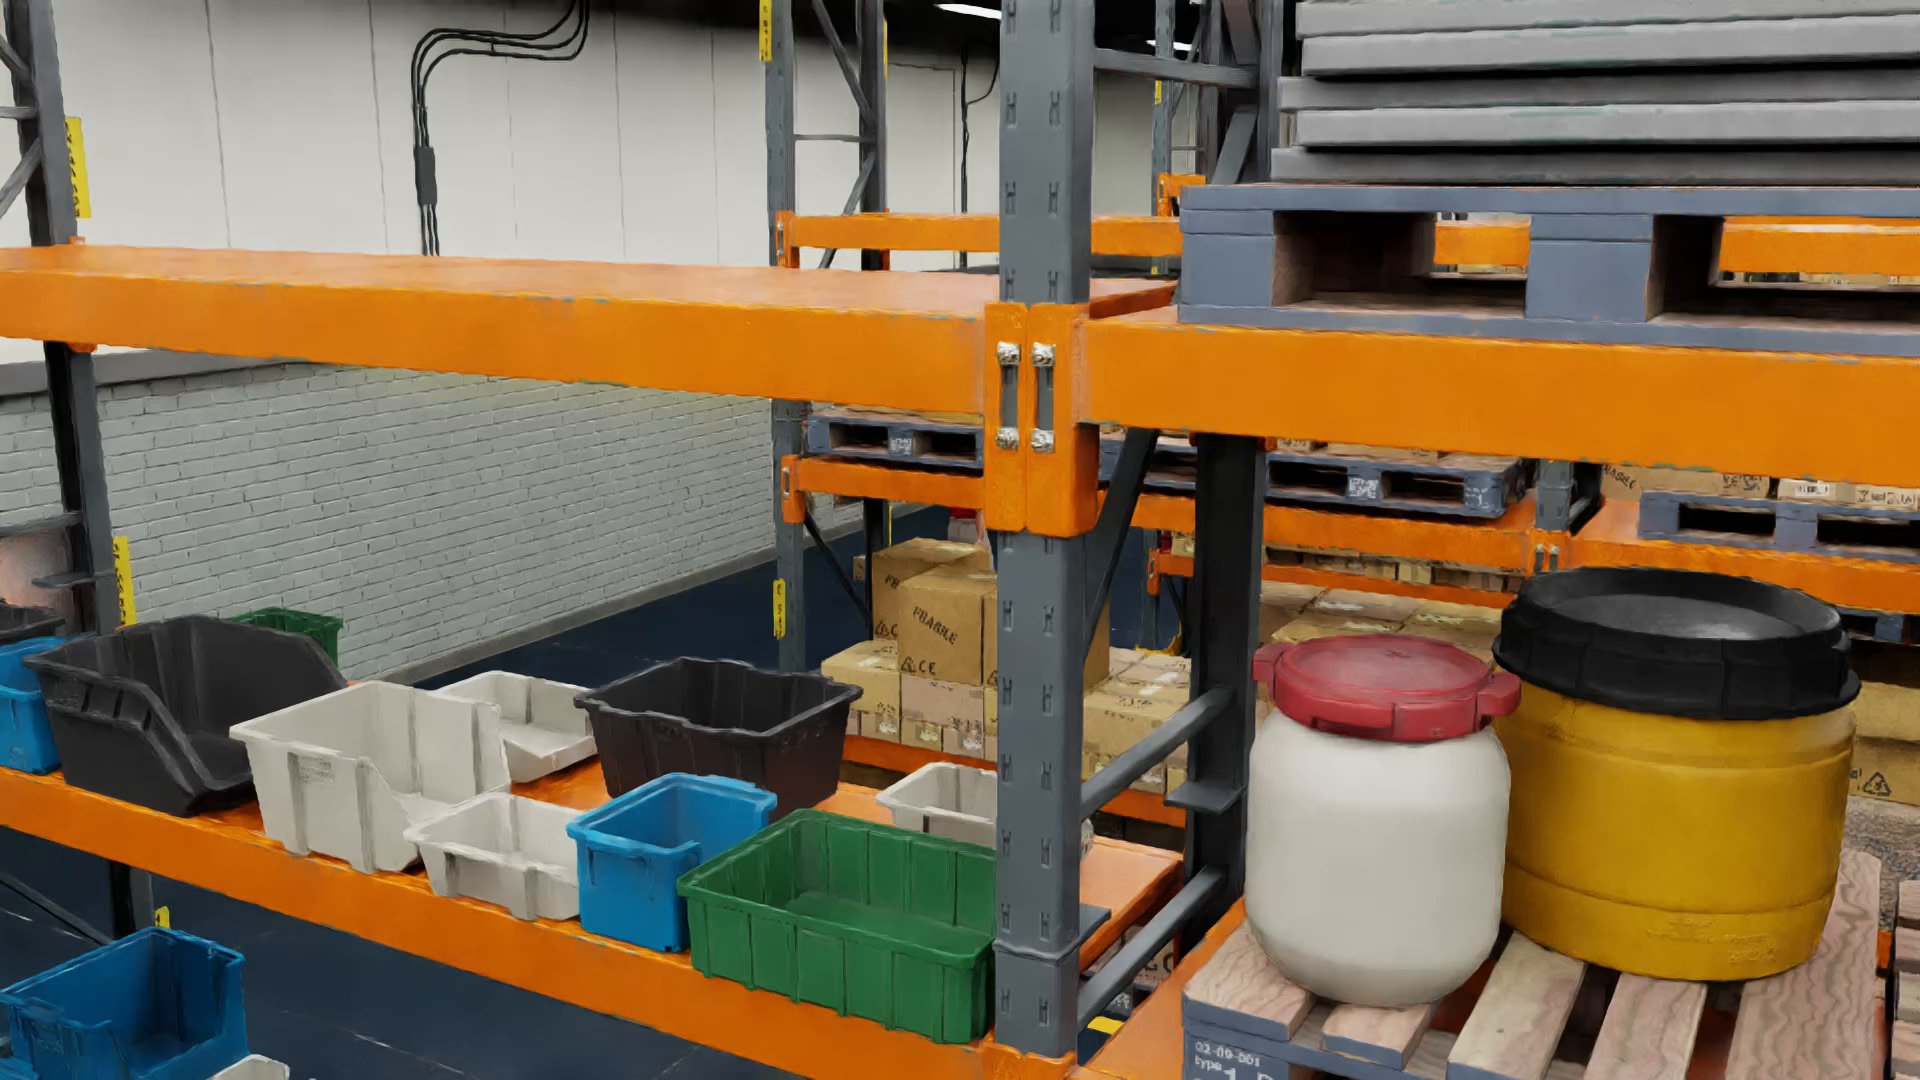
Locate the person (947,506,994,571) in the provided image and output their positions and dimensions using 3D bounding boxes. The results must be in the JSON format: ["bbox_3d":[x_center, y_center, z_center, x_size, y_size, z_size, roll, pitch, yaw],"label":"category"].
[{"bbox_3d":[0.150,-0.052,16.285,0.698,1.711,0.523,8,15,33],"label":"person"}]
